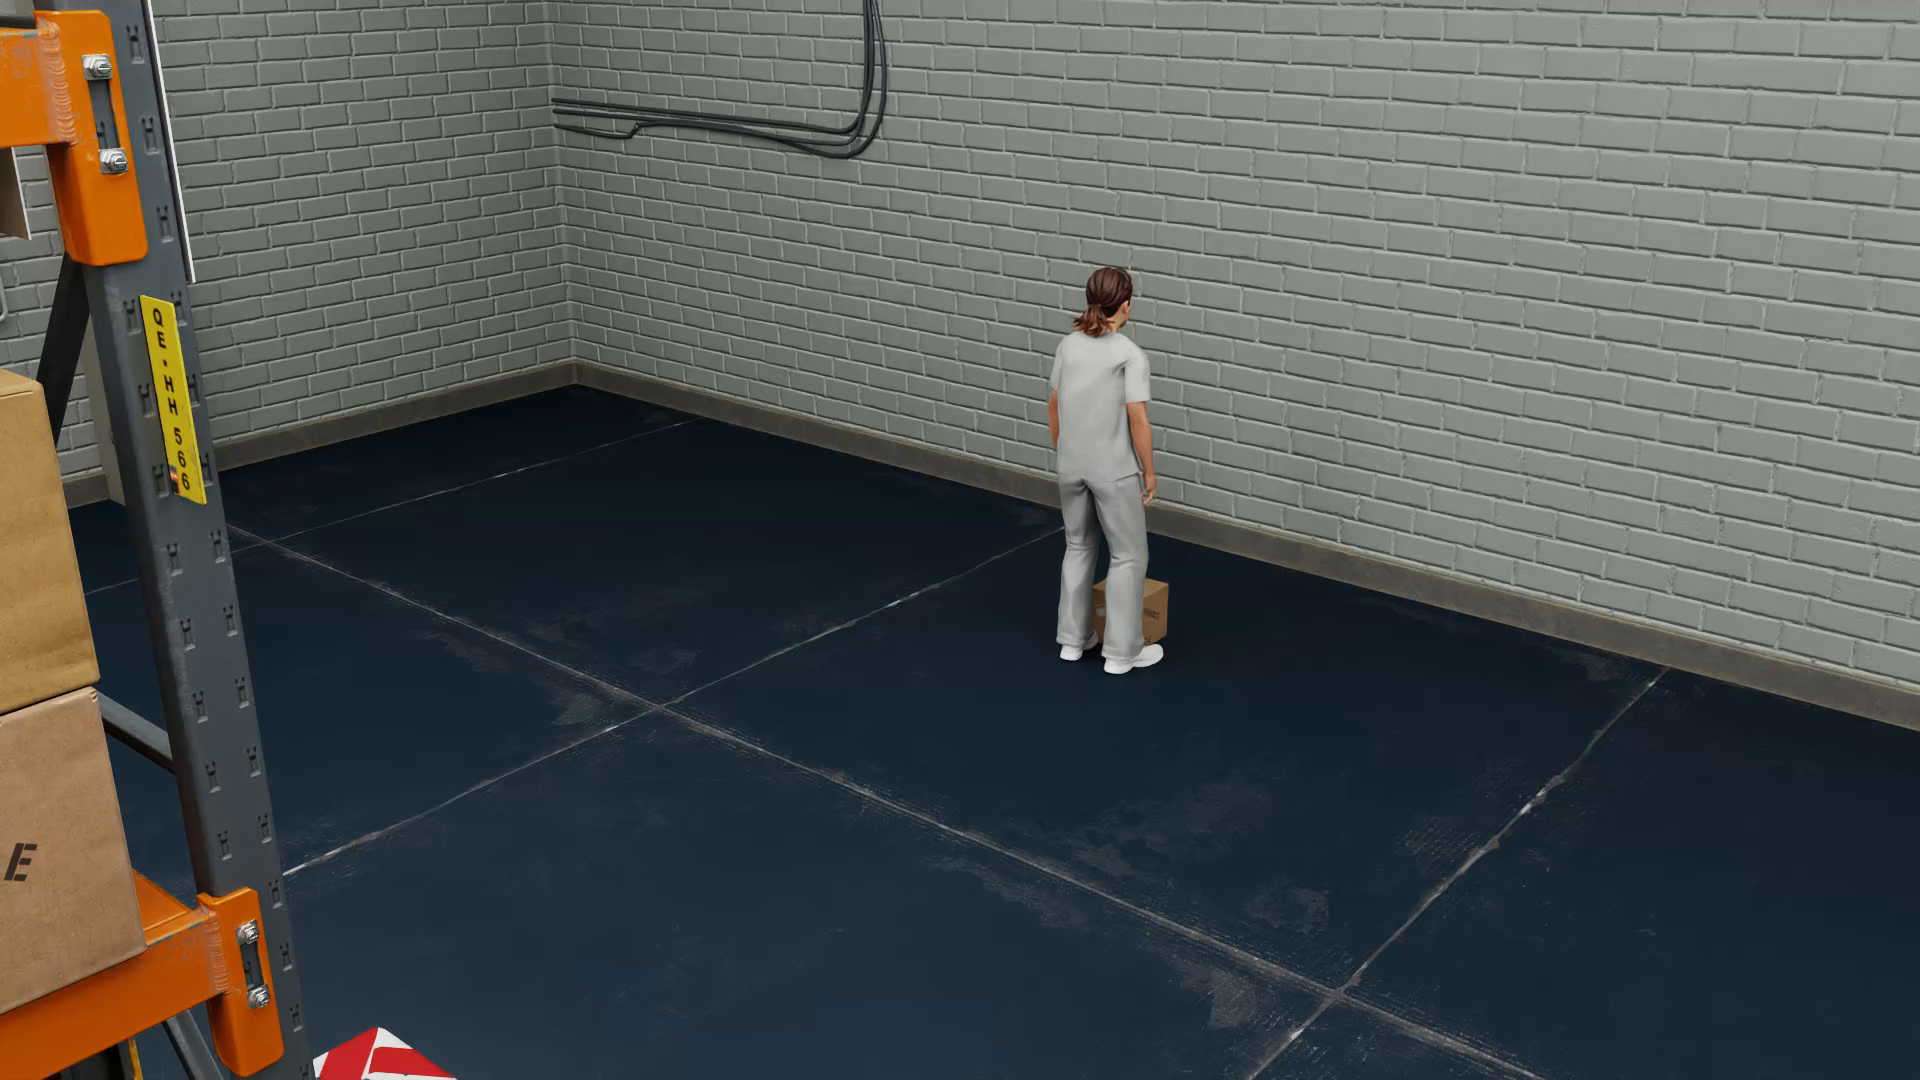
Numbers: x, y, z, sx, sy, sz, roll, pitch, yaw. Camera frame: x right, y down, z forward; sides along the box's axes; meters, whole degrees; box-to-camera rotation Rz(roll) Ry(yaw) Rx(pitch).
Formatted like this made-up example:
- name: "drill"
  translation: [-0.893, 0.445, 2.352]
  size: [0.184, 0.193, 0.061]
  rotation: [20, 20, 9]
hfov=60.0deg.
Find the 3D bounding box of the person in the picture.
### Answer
- name: "person"
  translation: [0.588, -0.282, 6.841]
  size: [0.491, 1.672, 0.361]
  rotation: [15, 25, 34]
